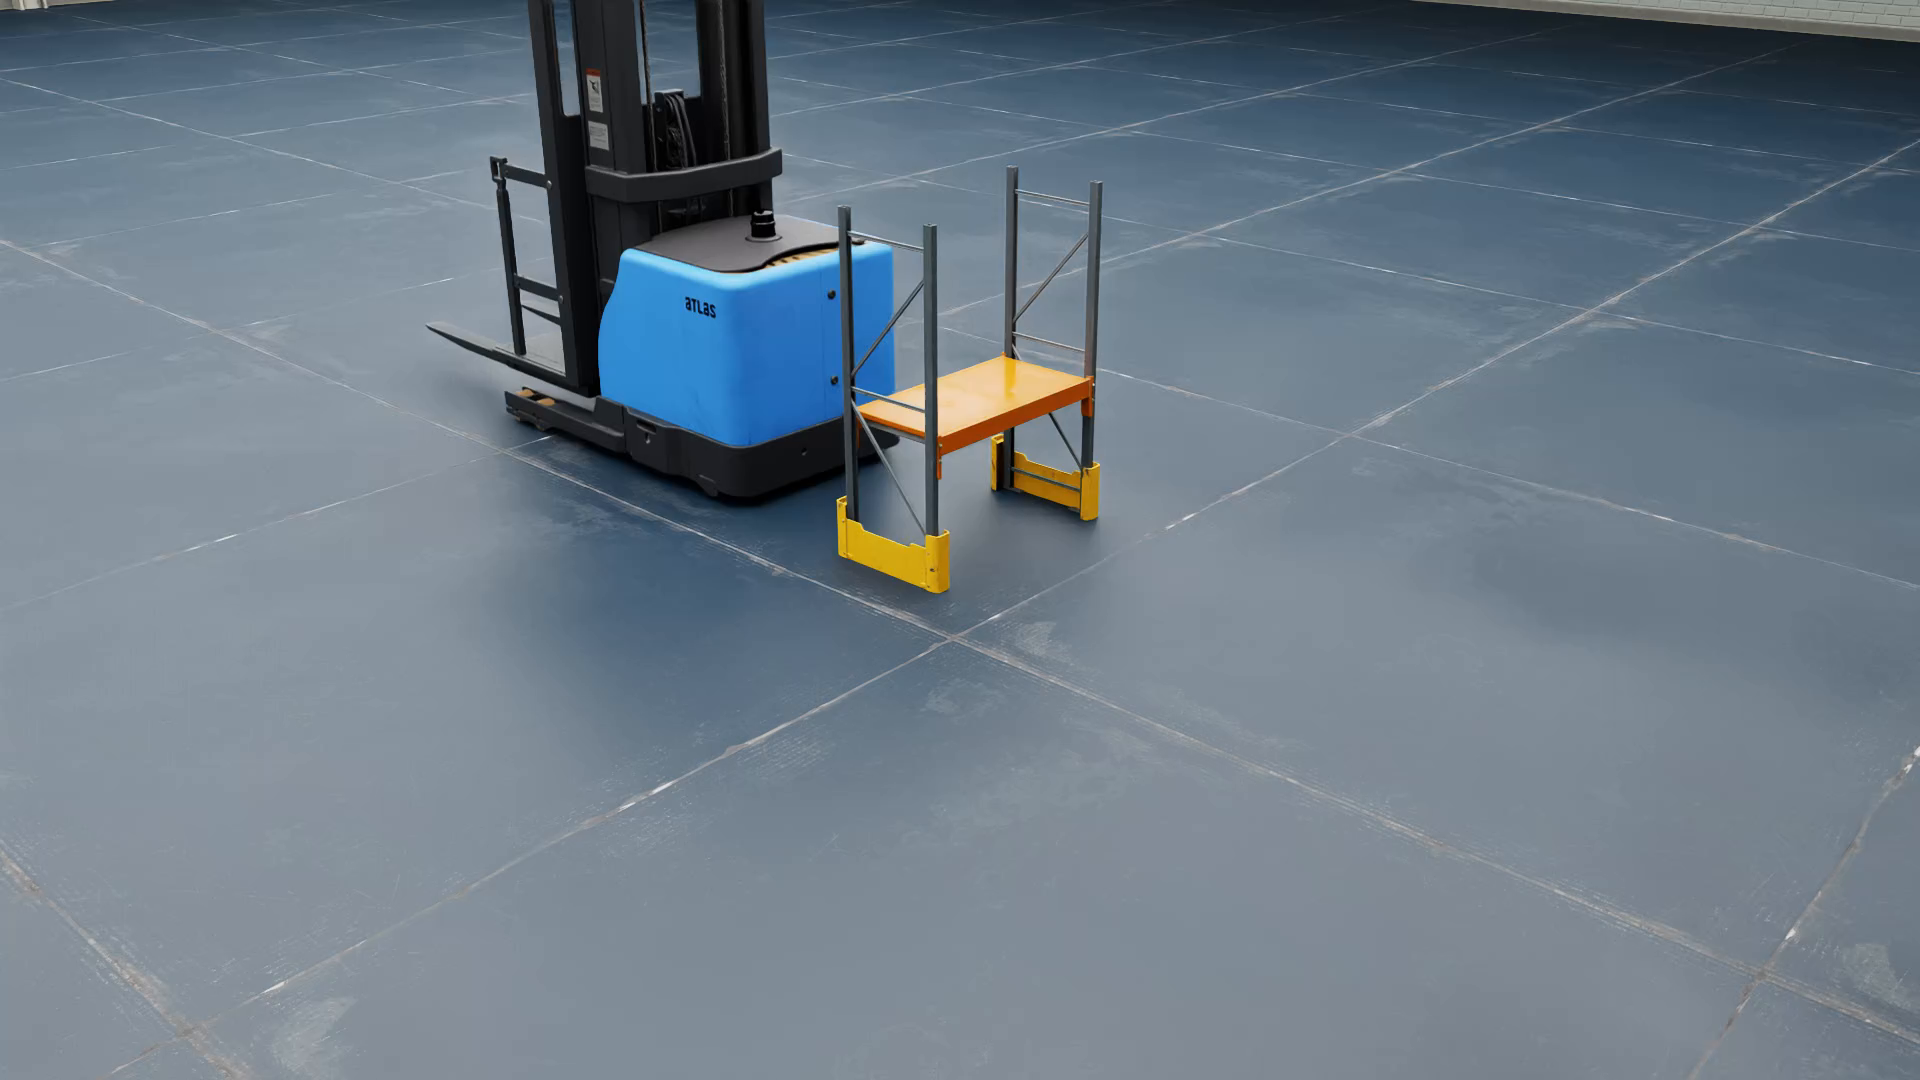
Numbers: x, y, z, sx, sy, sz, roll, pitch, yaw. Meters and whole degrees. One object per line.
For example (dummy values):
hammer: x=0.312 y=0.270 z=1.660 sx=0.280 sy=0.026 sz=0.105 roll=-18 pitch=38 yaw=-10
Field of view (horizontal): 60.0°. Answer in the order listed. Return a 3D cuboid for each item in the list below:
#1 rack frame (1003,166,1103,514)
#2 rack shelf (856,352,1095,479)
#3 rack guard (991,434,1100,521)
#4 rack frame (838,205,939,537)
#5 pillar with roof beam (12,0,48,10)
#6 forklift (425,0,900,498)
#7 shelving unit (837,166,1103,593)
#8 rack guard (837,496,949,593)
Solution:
rack frame: x=0.396 y=-0.865 z=7.347 sx=0.500 sy=1.500 sz=0.032 roll=20 pitch=31 yaw=38
rack shelf: x=0.057 y=-0.546 z=7.075 sx=0.538 sy=0.185 sz=1.000 roll=20 pitch=31 yaw=38
rack guard: x=0.383 y=-0.289 z=7.589 sx=0.587 sy=0.250 sz=0.087 roll=20 pitch=31 yaw=38
rack frame: x=-0.282 y=-0.555 z=6.656 sx=0.500 sy=1.500 sz=0.032 roll=20 pitch=31 yaw=38
pillar with roof beam: x=-10.928 y=-11.017 z=20.822 sx=9.100 sy=9.000 sz=0.400 roll=20 pitch=31 yaw=38
forklift: x=-1.710 y=-2.030 z=8.195 sx=3.031 sy=2.935 sz=1.130 roll=21 pitch=32 yaw=39
shelving unit: x=0.051 y=-0.708 z=6.995 sx=0.587 sy=1.500 sz=1.083 roll=20 pitch=31 yaw=38
rack guard: x=-0.281 y=0.014 z=6.912 sx=0.587 sy=0.250 sz=0.087 roll=20 pitch=31 yaw=38
